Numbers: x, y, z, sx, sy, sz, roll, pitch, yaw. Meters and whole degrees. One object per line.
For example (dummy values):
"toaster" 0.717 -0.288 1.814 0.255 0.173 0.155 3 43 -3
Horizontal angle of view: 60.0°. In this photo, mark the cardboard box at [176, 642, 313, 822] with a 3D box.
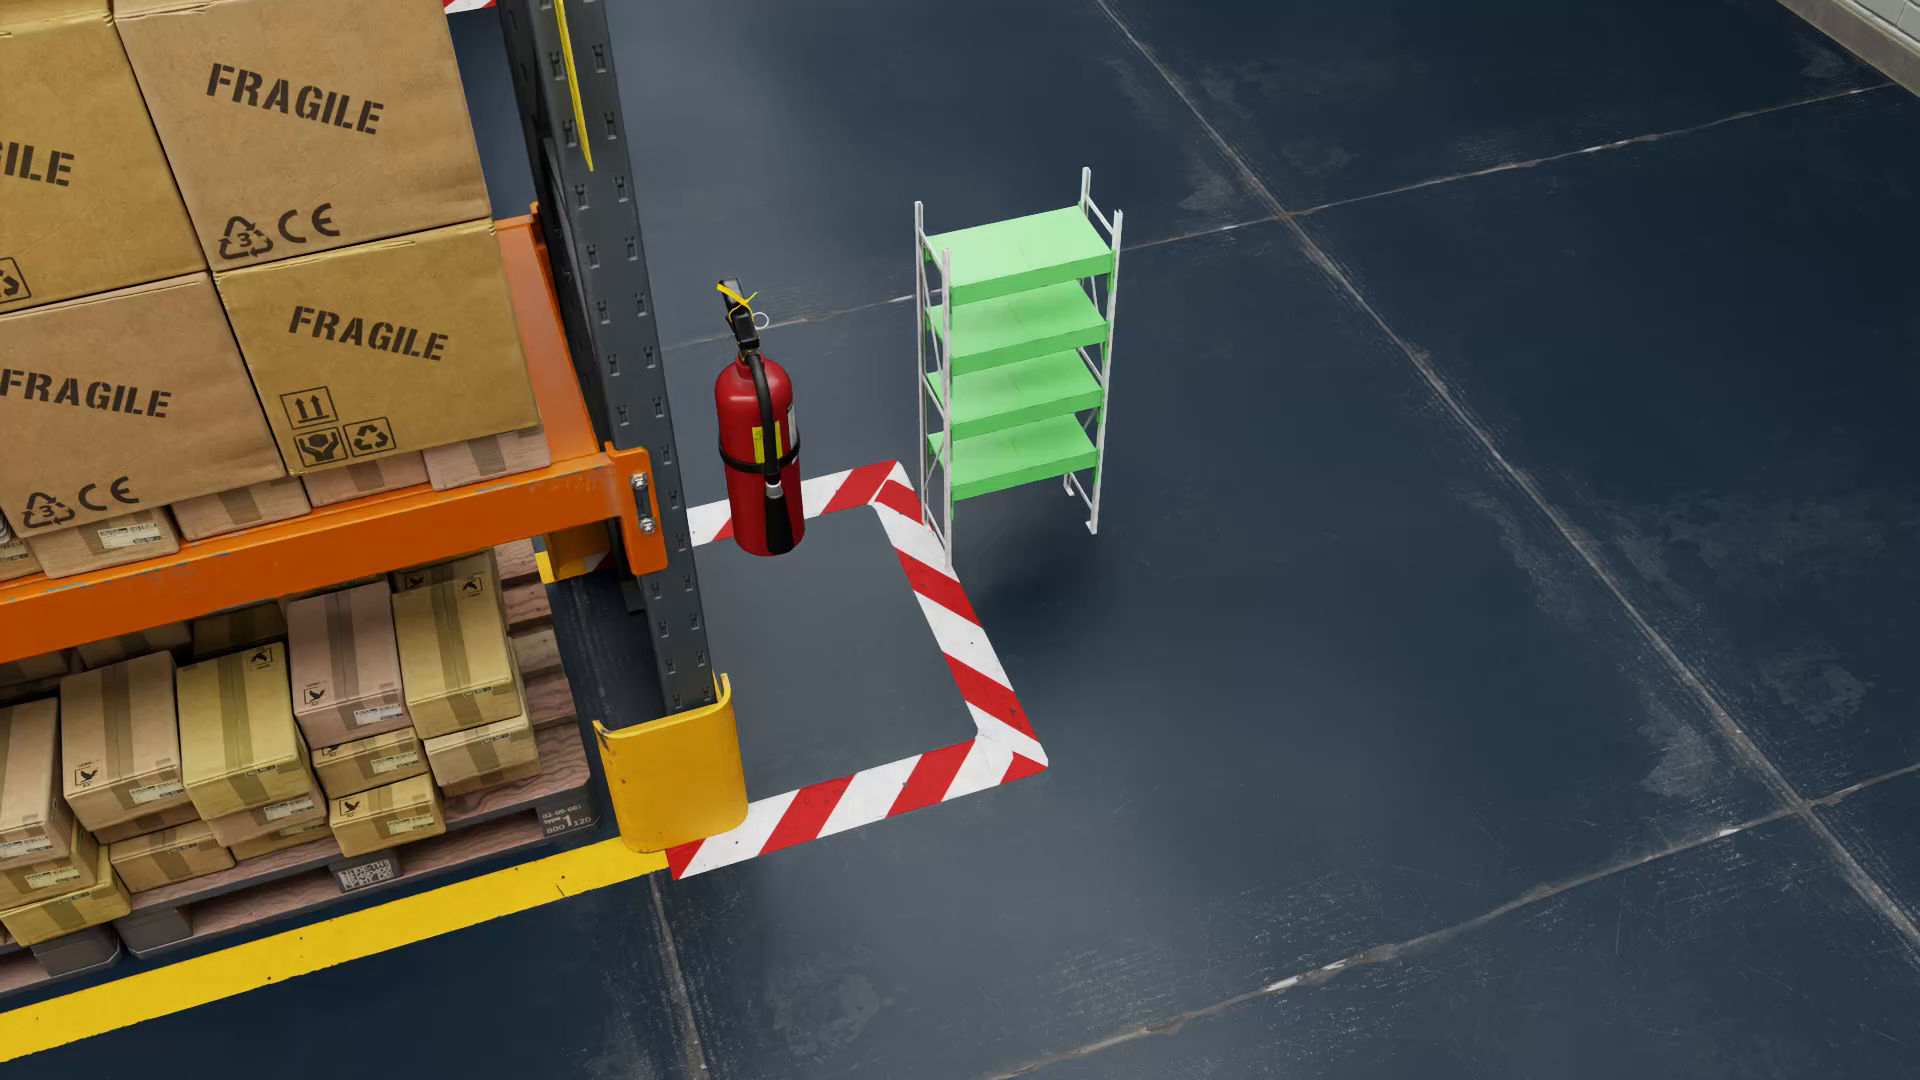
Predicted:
"cardboard box" -1.713 0.453 3.977 0.250 0.149 0.380 -15 47 -15

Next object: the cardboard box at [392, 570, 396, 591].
"cardboard box" -1.665 0.228 4.622 0.250 0.149 0.380 -15 47 -14

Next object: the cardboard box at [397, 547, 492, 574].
"cardboard box" -1.453 -0.113 4.541 0.250 0.149 0.380 -16 47 -16

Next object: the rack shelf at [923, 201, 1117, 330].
"rack shelf" 0.156 -0.757 4.570 0.480 0.148 0.258 -14 47 -14

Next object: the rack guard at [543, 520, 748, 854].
"rack guard" -0.916 0.240 4.658 0.348 0.500 1.175 -14 47 -14

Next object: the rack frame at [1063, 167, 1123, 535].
"rack frame" 0.385 -0.522 4.923 0.015 1.200 0.240 -14 47 -14

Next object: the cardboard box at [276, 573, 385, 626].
"cardboard box" -1.672 0.034 4.395 0.250 0.149 0.380 -14 47 -13

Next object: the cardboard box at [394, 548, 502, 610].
"cardboard box" -1.425 0.047 4.591 0.250 0.149 0.380 -13 46 -12

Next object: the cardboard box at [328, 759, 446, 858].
"cardboard box" -1.477 0.592 4.258 0.250 0.149 0.380 -13 47 -13

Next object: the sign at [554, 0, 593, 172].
"sign" -0.675 -0.806 2.895 0.005 0.325 0.100 -14 47 -14

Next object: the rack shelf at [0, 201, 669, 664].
"rack shelf" -2.726 0.074 3.566 4.000 0.370 1.077 -14 47 -14

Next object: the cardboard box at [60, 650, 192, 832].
"cardboard box" -1.978 0.473 3.957 0.250 0.149 0.380 -16 47 -15

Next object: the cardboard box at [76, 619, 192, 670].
"cardboard box" -2.157 0.124 4.305 0.250 0.149 0.380 -16 47 -16

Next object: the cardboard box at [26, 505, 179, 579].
"cardboard box" -1.765 -0.123 3.432 0.250 0.149 0.380 -13 47 -13

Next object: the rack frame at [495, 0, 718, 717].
"rack frame" -0.845 -0.661 3.791 0.127 3.000 1.000 -14 47 -14

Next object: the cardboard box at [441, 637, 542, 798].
"cardboard box" -1.269 0.463 4.387 0.250 0.149 0.380 -14 47 -13

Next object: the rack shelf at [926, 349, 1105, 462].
"rack shelf" 0.156 -0.418 4.910 0.480 0.148 0.258 -14 47 -14

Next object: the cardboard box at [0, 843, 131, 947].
"cardboard box" -2.201 0.770 4.081 0.250 0.149 0.380 -16 47 -16

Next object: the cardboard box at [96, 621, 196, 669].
"cardboard box" -2.180 0.183 4.456 0.250 0.149 0.380 -13 47 -13

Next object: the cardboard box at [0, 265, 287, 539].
"cardboard box" -1.666 -0.401 3.251 0.500 0.500 0.500 -15 47 -15

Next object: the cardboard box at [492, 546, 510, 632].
"cardboard box" -1.446 0.110 4.739 0.250 0.149 0.380 -13 47 -13

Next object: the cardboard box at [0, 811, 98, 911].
"cardboard box" -2.215 0.669 3.972 0.250 0.149 0.380 -14 47 -13

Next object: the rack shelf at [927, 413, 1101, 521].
"rack shelf" 0.156 -0.249 5.080 0.480 0.148 0.258 -14 47 -14

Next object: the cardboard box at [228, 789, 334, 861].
"cardboard box" -1.755 0.598 4.252 0.250 0.149 0.380 -15 47 -14

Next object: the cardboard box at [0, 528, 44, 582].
"cardboard box" -2.023 -0.079 3.389 0.250 0.149 0.380 -16 47 -16

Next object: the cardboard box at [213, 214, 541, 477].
"cardboard box" -1.180 -0.521 3.371 0.500 0.500 0.500 -13 47 -13

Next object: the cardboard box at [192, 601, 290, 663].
"cardboard box" -1.902 0.194 4.446 0.250 0.149 0.380 -14 47 -13

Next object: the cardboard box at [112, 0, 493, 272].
"cardboard box" -1.191 -0.878 3.021 0.500 0.500 0.500 -15 47 -15

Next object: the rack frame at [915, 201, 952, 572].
"rack frame" -0.074 -0.405 4.806 0.015 1.200 0.240 -14 47 -14

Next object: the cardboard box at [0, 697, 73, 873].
"cardboard box" -2.212 0.574 3.856 0.250 0.149 0.380 -13 46 -12

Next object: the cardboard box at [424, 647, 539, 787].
"cardboard box" -1.244 0.410 4.230 0.250 0.149 0.380 -16 47 -15

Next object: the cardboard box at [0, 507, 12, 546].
"cardboard box" -2.140 -0.273 3.123 0.500 0.500 0.500 -14 47 -14

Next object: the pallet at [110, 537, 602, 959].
"pallet" -1.693 0.514 4.589 1.213 0.211 1.003 -14 47 -14

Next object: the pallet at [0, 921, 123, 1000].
"pallet" -2.838 0.805 4.299 1.213 0.211 1.003 -14 47 -14

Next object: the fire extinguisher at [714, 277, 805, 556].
"fire extinguisher" -0.451 -0.255 3.704 0.183 0.674 0.296 -14 47 -14

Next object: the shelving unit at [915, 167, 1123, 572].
"shelving unit" 0.156 -0.463 4.865 0.503 1.200 0.258 -14 47 -14

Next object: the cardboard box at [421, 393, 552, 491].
"cardboard box" -1.056 -0.305 3.614 0.250 0.149 0.380 -14 47 -14

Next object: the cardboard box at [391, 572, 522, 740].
"cardboard box" -1.257 0.284 4.146 0.250 0.149 0.380 -14 47 -13

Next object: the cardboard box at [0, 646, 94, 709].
"cardboard box" -2.397 0.310 4.330 0.250 0.149 0.380 -16 47 -16

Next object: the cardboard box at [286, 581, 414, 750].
"cardboard box" -1.513 0.306 4.124 0.250 0.149 0.380 -13 47 -13

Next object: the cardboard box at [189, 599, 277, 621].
"cardboard box" -1.952 0.009 4.420 0.250 0.149 0.380 -14 47 -14

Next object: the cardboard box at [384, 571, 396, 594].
"cardboard box" -1.702 0.076 4.563 0.250 0.149 0.380 -15 47 -14

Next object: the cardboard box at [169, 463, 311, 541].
"cardboard box" -1.533 -0.200 3.509 0.250 0.149 0.380 -15 47 -14

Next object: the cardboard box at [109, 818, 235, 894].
"cardboard box" -1.982 0.667 4.184 0.250 0.149 0.380 -14 47 -13

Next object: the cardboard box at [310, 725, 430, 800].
"cardboard box" -1.509 0.437 4.203 0.250 0.149 0.380 -15 47 -15

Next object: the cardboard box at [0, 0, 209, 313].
"cardboard box" -1.668 -0.756 2.899 0.500 0.500 0.500 -16 47 -15

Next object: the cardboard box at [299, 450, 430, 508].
"cardboard box" -1.302 -0.270 3.579 0.250 0.149 0.380 -14 47 -14

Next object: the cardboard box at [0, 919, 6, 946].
"cardboard box" -2.465 0.822 4.029 0.250 0.149 0.380 -13 47 -13

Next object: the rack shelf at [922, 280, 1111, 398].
"rack shelf" 0.156 -0.588 4.740 0.480 0.148 0.258 -14 47 -14

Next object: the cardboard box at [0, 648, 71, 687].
"cardboard box" -2.421 0.184 4.245 0.250 0.149 0.380 -13 46 -12

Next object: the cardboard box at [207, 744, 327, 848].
"cardboard box" -1.733 0.536 4.105 0.250 0.149 0.380 -16 47 -15

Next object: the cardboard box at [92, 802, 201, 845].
"cardboard box" -2.020 0.532 4.109 0.250 0.149 0.380 -15 47 -14
